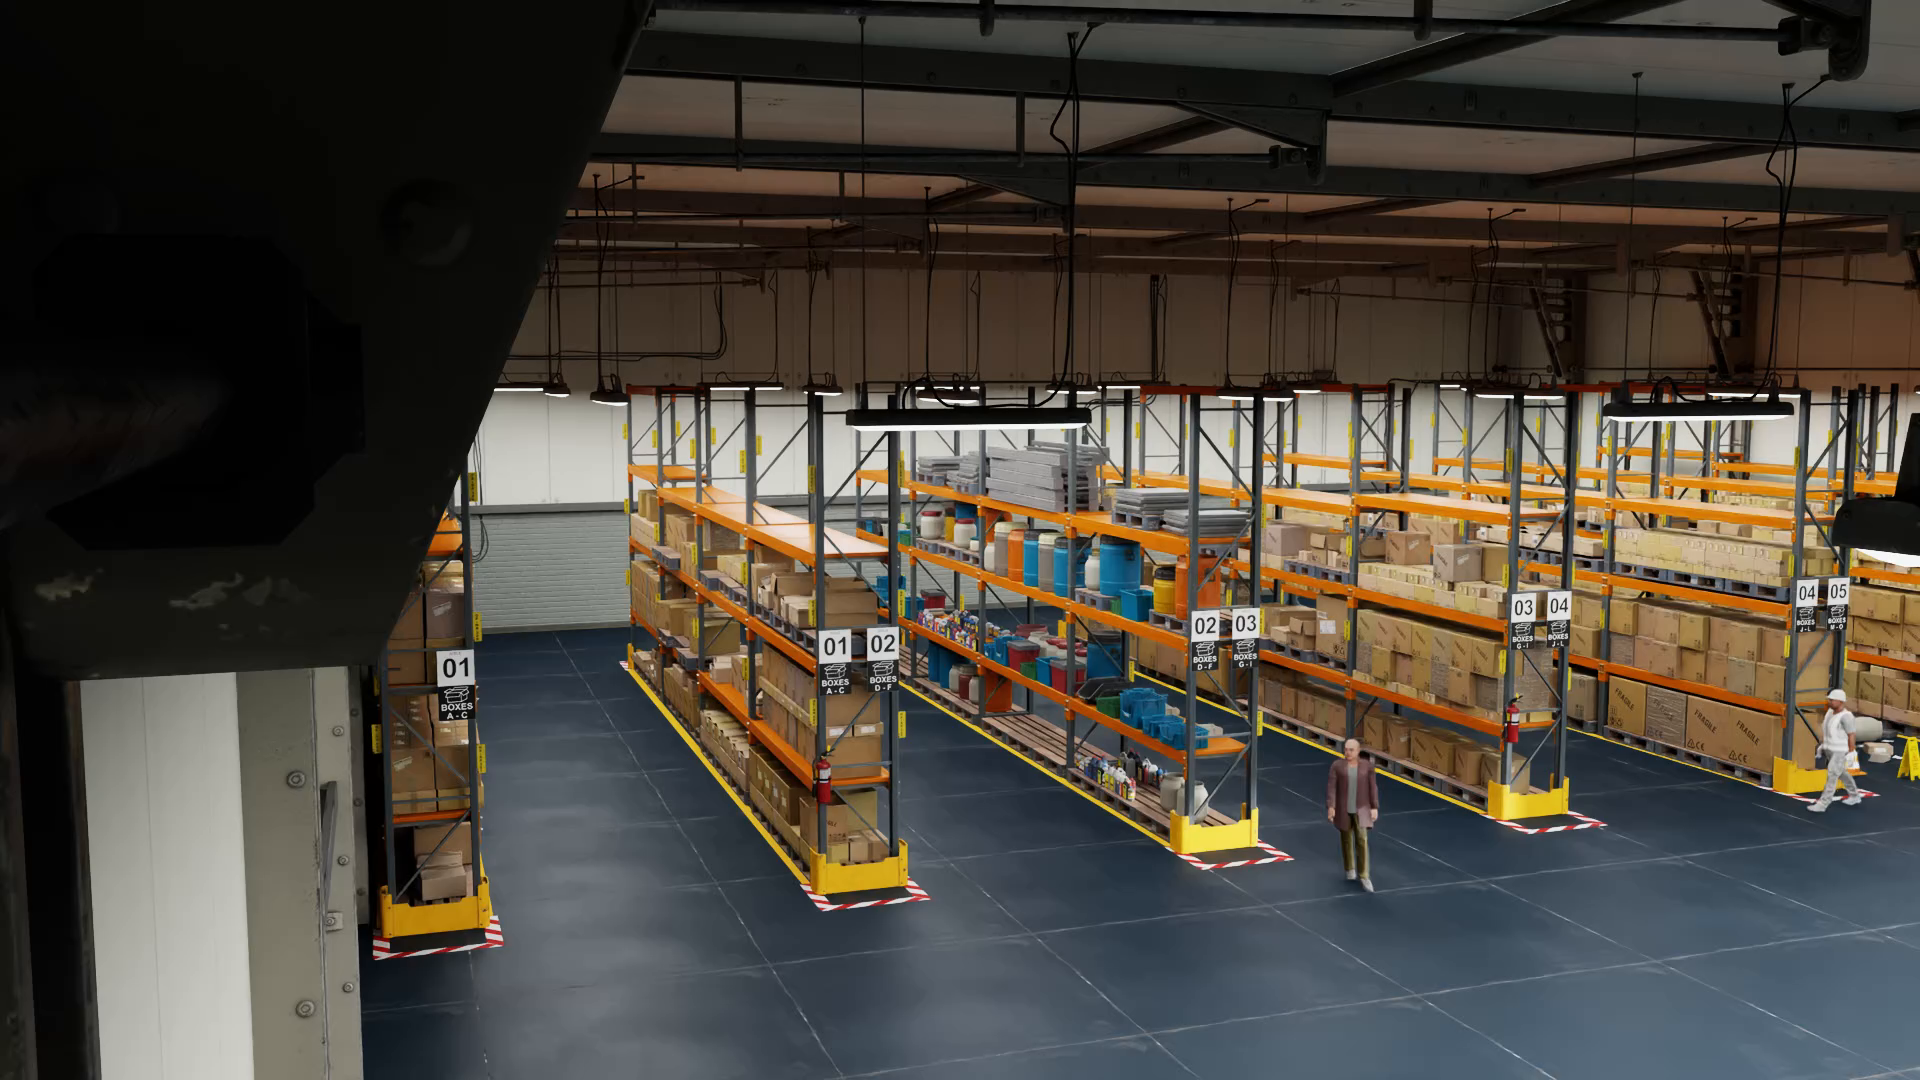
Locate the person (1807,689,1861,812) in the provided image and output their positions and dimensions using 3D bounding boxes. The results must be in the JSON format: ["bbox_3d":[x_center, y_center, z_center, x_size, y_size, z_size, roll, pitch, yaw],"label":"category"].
[{"bbox_3d":[12.540,3.000,23.822,1.057,1.727,0.583,-1,6,-10],"label":"person"}]

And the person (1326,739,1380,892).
[{"bbox_3d":[4.794,3.339,20.370,0.631,1.776,0.817,2,6,18],"label":"person"}]

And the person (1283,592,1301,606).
[{"bbox_3d":[8.110,1.191,41.335,1.022,1.699,0.546,1,6,8],"label":"person"}]
